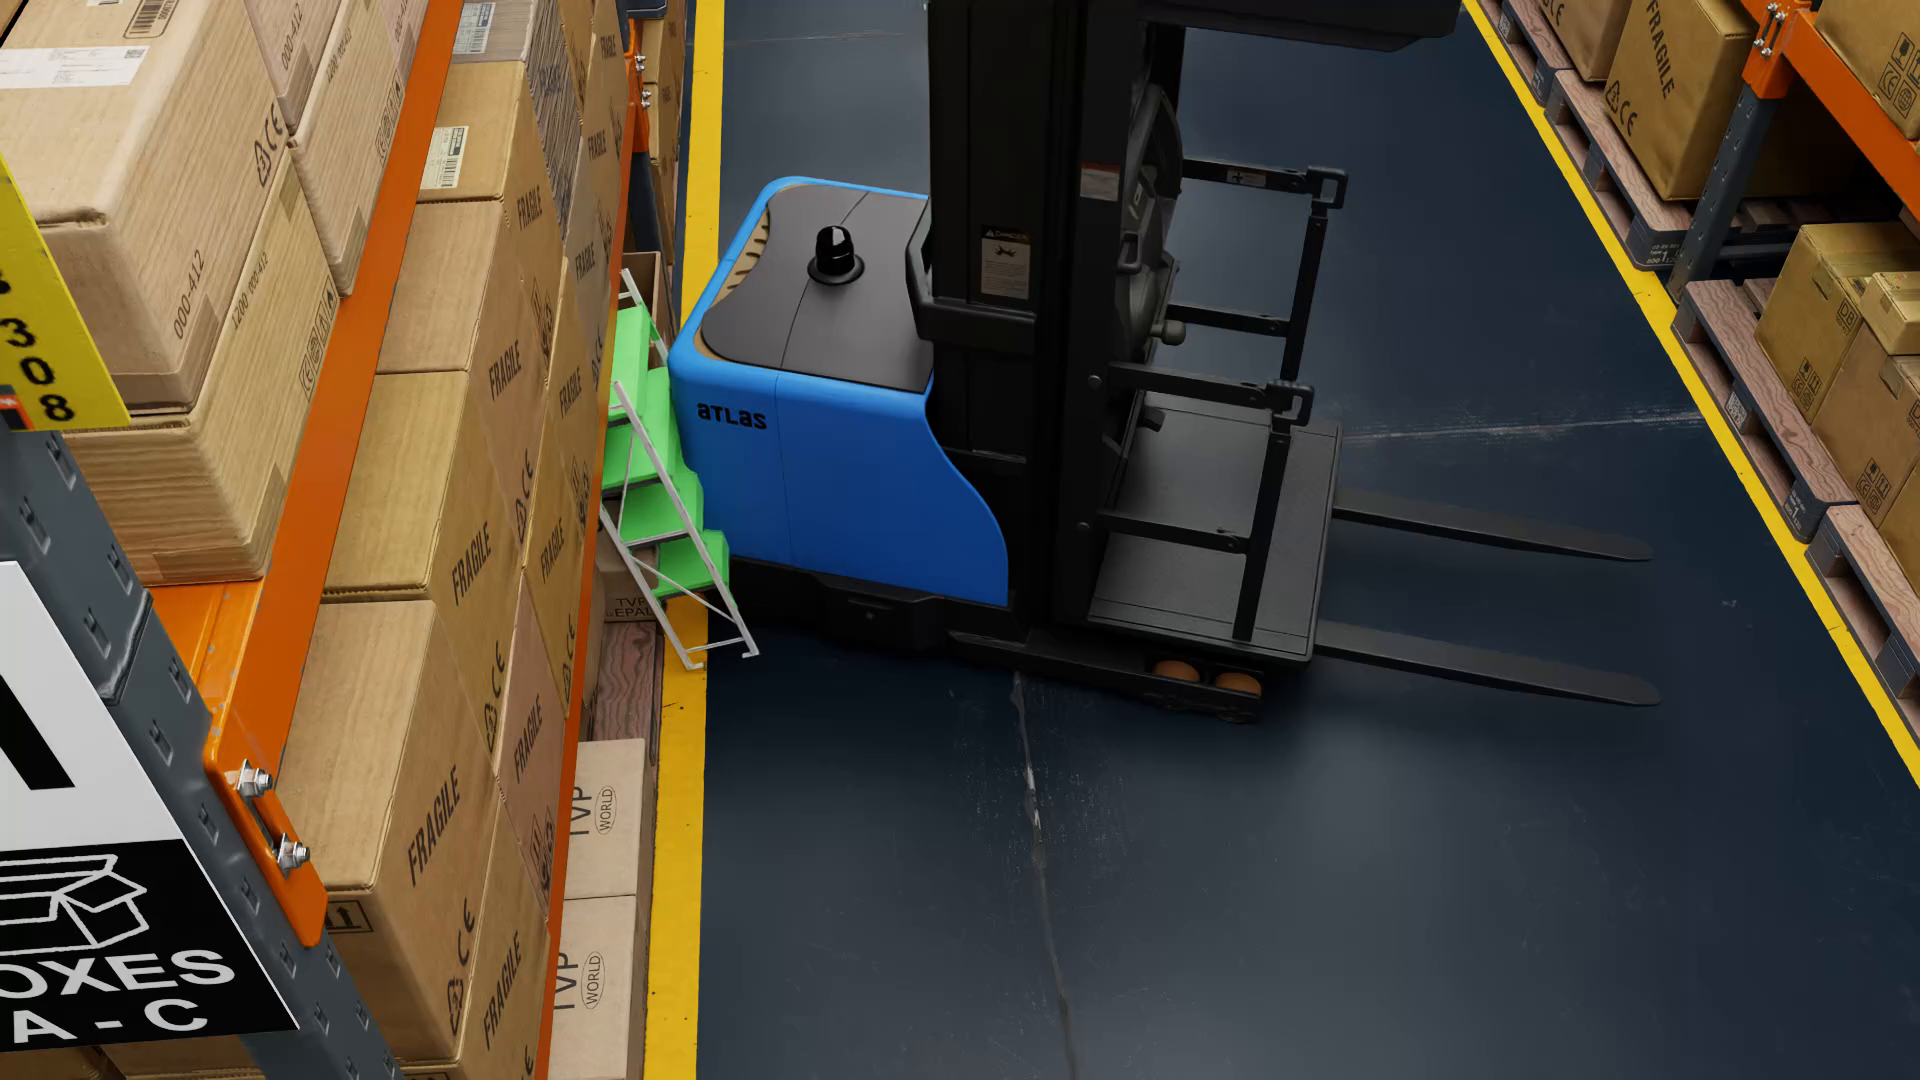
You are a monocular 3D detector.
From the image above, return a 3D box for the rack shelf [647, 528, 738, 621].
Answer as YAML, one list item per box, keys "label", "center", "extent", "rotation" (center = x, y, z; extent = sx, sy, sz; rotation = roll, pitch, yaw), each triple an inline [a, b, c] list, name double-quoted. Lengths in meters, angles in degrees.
- label: "rack shelf"
  center: [-0.848, 0.017, 5.281]
  extent: [0.258, 0.148, 0.480]
  rotation: [-13, 47, 6]

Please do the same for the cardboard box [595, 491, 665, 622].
- label: "cardboard box"
  center: [-1.193, -0.020, 5.252]
  extent: [0.500, 0.311, 0.500]
  rotation: [-3, 47, -3]

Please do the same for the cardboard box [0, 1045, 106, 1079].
- label: "cardboard box"
  center: [-1.563, 0.480, 2.472]
  extent: [0.500, 0.500, 0.500]
  rotation: [-4, 47, -4]

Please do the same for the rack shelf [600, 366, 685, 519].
- label: "rack shelf"
  center: [-0.955, -0.297, 4.935]
  extent: [0.258, 0.148, 0.480]
  rotation: [-13, 47, 6]

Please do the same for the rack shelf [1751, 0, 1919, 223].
- label: "rack shelf"
  center: [3.517, -0.340, 4.502]
  extent: [1.077, 0.370, 4.000]
  rotation: [-3, 47, -3]

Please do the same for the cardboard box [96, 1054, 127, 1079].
- label: "cardboard box"
  center: [-1.561, 0.822, 2.837]
  extent: [0.500, 0.500, 0.500]
  rotation: [-2, 47, -2]

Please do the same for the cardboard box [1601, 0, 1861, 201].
- label: "cardboard box"
  center: [3.165, -1.902, 6.677]
  extent: [0.750, 0.750, 0.750]
  rotation: [-3, 47, -3]

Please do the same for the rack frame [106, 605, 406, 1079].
- label: "rack frame"
  center: [-1.252, 1.163, 2.582]
  extent: [1.000, 3.000, 0.127]
  rotation: [-3, 47, -3]

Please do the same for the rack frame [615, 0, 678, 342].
- label: "rack frame"
  center: [-1.587, -1.731, 5.323]
  extent: [1.000, 3.000, 0.127]
  rotation: [-3, 47, -3]

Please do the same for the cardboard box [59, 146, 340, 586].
- label: "cardboard box"
  center: [-1.041, -0.204, 1.914]
  extent: [0.500, 0.250, 0.500]
  rotation: [-3, 47, -3]

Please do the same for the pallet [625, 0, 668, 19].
- label: "pallet"
  center: [-1.545, -2.249, 5.947]
  extent: [1.003, 0.211, 1.213]
  rotation: [-3, 47, -3]

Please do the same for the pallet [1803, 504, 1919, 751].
- label: "pallet"
  center: [3.440, 0.364, 5.260]
  extent: [1.003, 0.211, 1.213]
  rotation: [-3, 47, -3]

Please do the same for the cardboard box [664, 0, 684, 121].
- label: "cardboard box"
  center: [-1.474, -2.134, 7.124]
  extent: [0.500, 0.500, 0.500]
  rotation: [-3, 47, -3]

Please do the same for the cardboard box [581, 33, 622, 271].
- label: "cardboard box"
  center: [-1.245, -1.046, 4.606]
  extent: [0.500, 0.500, 0.500]
  rotation: [-2, 47, -2]

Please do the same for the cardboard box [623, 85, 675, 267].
- label: "cardboard box"
  center: [-1.384, -1.387, 6.416]
  extent: [0.500, 0.500, 0.500]
  rotation: [-5, 47, -5]

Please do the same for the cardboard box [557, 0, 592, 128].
- label: "cardboard box"
  center: [-1.241, -1.388, 4.241]
  extent: [0.500, 0.500, 0.500]
  rotation: [-4, 47, -4]

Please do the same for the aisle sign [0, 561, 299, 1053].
- label: "aisle sign"
  center: [-0.953, 0.301, 1.608]
  extent: [0.394, 0.787, 0.004]
  rotation: [-3, 47, -3]

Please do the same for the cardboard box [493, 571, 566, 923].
- label: "cardboard box"
  center: [-1.075, 0.419, 3.218]
  extent: [0.500, 0.500, 0.500]
  rotation: [-4, 47, -4]

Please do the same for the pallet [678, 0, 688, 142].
- label: "pallet"
  center: [-1.798, -2.243, 7.729]
  extent: [1.003, 0.211, 1.213]
  rotation: [-3, 47, -3]

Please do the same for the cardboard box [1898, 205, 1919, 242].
- label: "cardboard box"
  center: [3.496, -1.112, 5.723]
  extent: [0.380, 0.149, 0.250]
  rotation: [-4, 47, -4]

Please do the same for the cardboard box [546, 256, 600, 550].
- label: "cardboard box"
  center: [-1.154, -0.306, 3.905]
  extent: [0.500, 0.500, 0.500]
  rotation: [-3, 47, -3]

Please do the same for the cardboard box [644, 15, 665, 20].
- label: "cardboard box"
  center: [-1.468, -2.369, 6.829]
  extent: [0.500, 0.250, 0.500]
  rotation: [-3, 47, -3]

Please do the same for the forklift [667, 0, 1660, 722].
- label: "forklift"
  center: [0.709, -0.866, 4.552]
  extent: [3.031, 2.935, 1.130]
  rotation: [10, 47, 10]

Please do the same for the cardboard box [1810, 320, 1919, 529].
- label: "cardboard box"
  center: [3.349, -0.408, 5.503]
  extent: [0.700, 0.500, 0.500]
  rotation: [-4, 47, -4]

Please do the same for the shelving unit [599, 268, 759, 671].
- label: "shelving unit"
  center: [-0.916, -0.182, 5.062]
  extent: [0.258, 1.200, 0.503]
  rotation: [-13, 47, 6]

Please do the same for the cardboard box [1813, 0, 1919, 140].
- label: "cardboard box"
  center: [3.378, -1.744, 5.129]
  extent: [0.980, 0.700, 0.700]
  rotation: [-3, 47, -3]

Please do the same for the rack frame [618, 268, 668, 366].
- label: "rack frame"
  center: [-0.938, -0.358, 5.229]
  extent: [0.240, 1.200, 0.015]
  rotation: [-13, 47, 6]

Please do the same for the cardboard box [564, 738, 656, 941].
- label: "cardboard box"
  center: [-1.098, 0.823, 4.495]
  extent: [0.500, 0.250, 0.500]
  rotation: [-3, 47, -3]

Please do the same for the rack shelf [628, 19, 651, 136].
- label: "rack shelf"
  center: [-1.754, -2.930, 6.955]
  extent: [1.077, 0.370, 4.000]
  rotation: [-3, 47, -3]

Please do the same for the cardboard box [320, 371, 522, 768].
- label: "cardboard box"
  center: [-1.078, 0.070, 2.860]
  extent: [0.500, 0.500, 0.500]
  rotation: [-3, 47, -3]

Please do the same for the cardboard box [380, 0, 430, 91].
- label: "cardboard box"
  center: [-1.114, -0.928, 2.600]
  extent: [0.500, 0.250, 0.500]
  rotation: [-3, 47, -3]

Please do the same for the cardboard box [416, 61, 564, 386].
- label: "cardboard box"
  center: [-1.158, -0.659, 3.551]
  extent: [0.500, 0.500, 0.500]
  rotation: [-4, 47, -4]

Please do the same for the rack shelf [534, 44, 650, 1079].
- label: "rack shelf"
  center: [-1.419, -0.036, 4.214]
  extent: [1.077, 0.370, 4.000]
  rotation: [-3, 47, -3]

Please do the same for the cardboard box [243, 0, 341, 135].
- label: "cardboard box"
  center: [-1.070, -0.738, 2.076]
  extent: [0.500, 0.250, 0.500]
  rotation: [-3, 47, -3]

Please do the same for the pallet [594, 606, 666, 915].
- label: "pallet"
  center: [-1.425, 0.610, 5.027]
  extent: [1.003, 0.211, 1.213]
  rotation: [-3, 47, -3]

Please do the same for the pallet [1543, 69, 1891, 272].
- label: "pallet"
  center: [3.210, -1.629, 7.148]
  extent: [1.003, 0.211, 1.213]
  rotation: [-3, 47, -3]
